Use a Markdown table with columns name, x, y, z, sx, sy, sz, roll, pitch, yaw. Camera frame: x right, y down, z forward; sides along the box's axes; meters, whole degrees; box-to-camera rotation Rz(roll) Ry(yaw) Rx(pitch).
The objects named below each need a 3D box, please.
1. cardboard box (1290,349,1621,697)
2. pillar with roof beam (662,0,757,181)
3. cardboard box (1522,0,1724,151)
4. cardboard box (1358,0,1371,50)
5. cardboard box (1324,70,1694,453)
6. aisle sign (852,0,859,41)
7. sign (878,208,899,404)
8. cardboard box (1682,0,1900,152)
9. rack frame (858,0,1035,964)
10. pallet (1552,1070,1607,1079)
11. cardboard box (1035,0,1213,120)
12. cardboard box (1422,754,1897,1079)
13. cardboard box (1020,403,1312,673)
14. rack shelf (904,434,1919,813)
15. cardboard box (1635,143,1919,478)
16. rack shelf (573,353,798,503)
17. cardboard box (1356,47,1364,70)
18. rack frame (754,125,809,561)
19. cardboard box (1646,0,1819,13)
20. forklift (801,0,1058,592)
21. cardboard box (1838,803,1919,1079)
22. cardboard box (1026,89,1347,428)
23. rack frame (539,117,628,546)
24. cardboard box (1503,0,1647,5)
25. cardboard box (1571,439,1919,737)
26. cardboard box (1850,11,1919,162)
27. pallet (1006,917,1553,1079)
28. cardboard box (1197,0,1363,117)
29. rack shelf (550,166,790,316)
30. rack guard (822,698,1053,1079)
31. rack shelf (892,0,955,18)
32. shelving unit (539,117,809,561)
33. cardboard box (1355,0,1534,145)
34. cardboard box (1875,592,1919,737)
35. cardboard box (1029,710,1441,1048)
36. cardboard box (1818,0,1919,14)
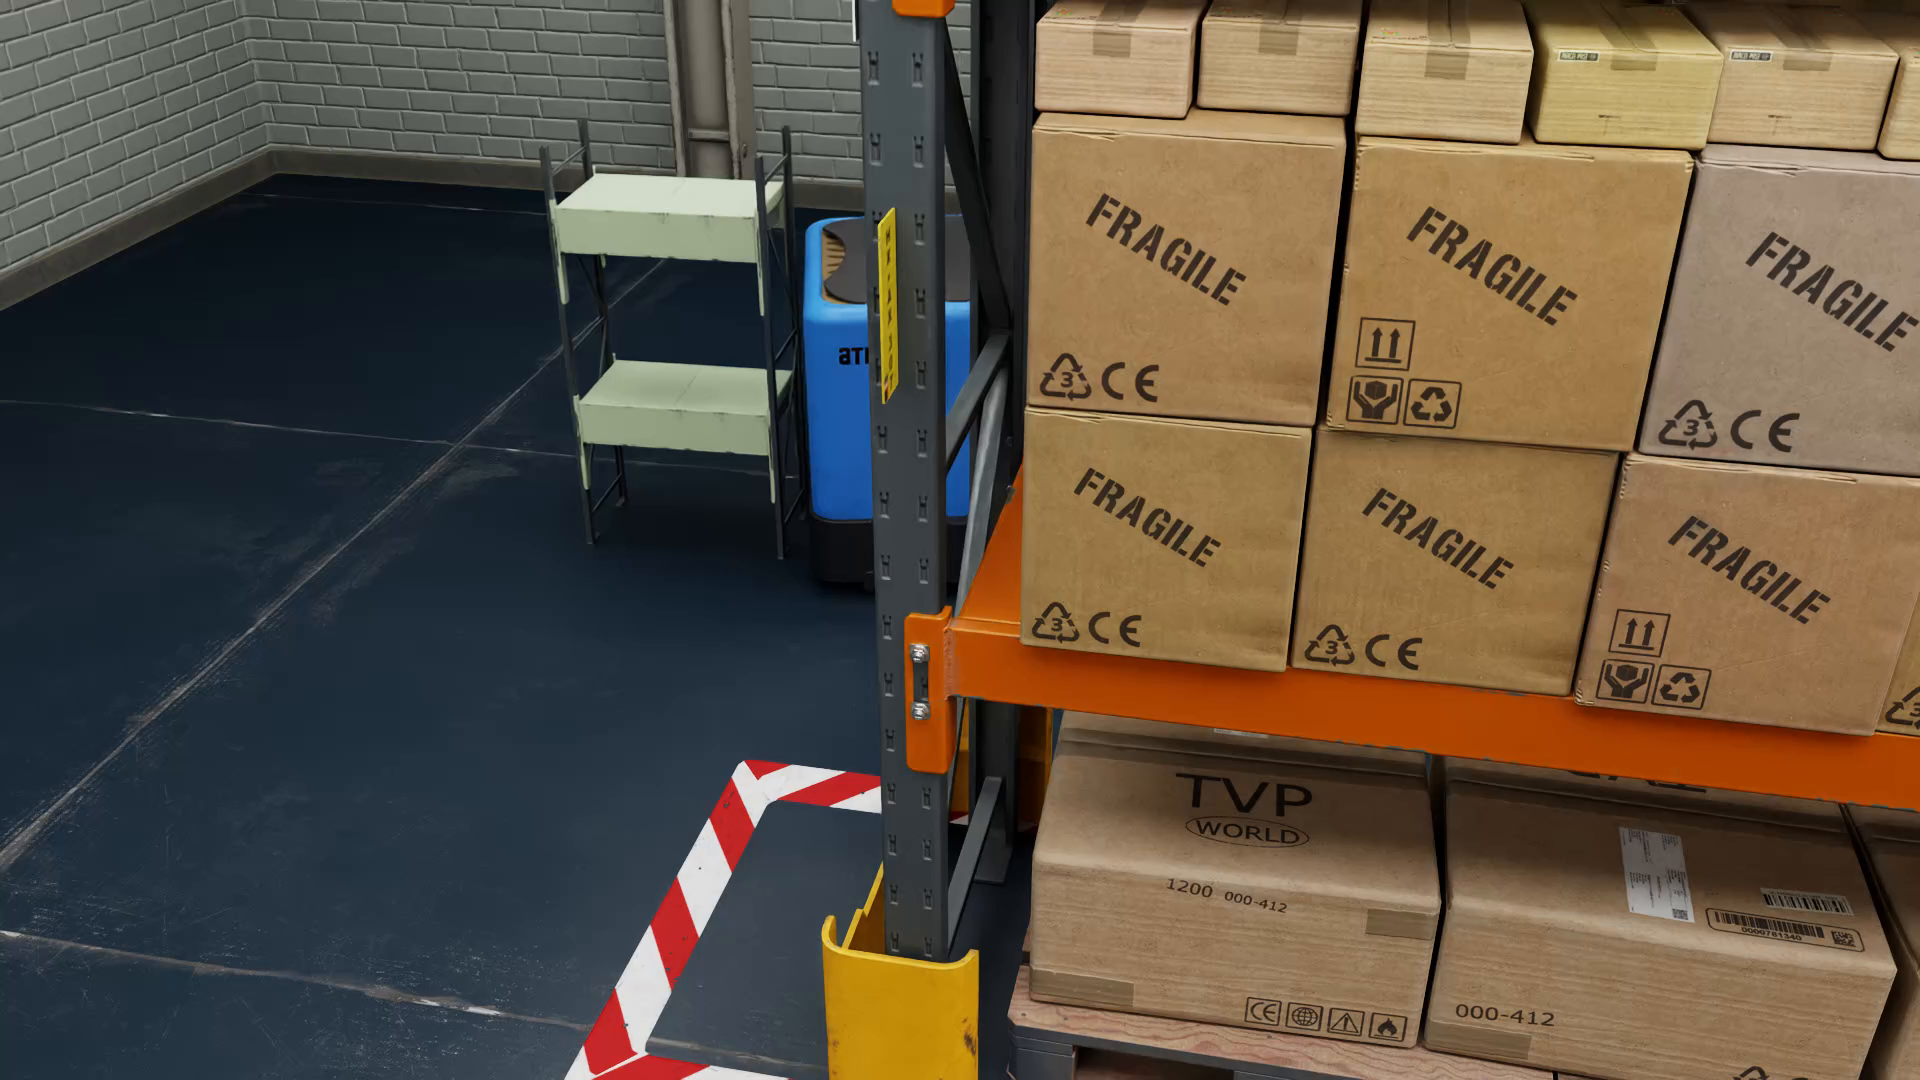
| name | x | y | z | sx | sy | sz | roll | pitch | yaw |
| --- | --- | --- | --- | --- | --- | --- | --- | --- | --- |
| cardboard box | 0.908 | -0.071 | 3.152 | 0.500 | 0.500 | 0.500 | 5 | 29 | 10 |
| pillar with roof beam | -2.316 | -3.883 | 3.972 | 0.400 | 9.000 | 9.100 | 6 | 29 | 11 |
| cardboard box | 1.050 | -0.759 | 2.691 | 0.250 | 0.149 | 0.380 | 5 | 29 | 9 |
| cardboard box | 0.914 | -1.072 | 3.265 | 0.250 | 0.149 | 0.380 | 6 | 29 | 10 |
| cardboard box | 0.915 | -0.500 | 2.894 | 0.500 | 0.500 | 0.500 | 5 | 29 | 9 |
| aisle sign | -0.133 | -1.259 | 2.720 | 0.004 | 0.787 | 0.394 | 6 | 29 | 11 |
| sign | -0.124 | -0.402 | 2.878 | 0.005 | 0.325 | 0.100 | 6 | 29 | 11 |
| cardboard box | 1.318 | -0.757 | 2.689 | 0.250 | 0.149 | 0.380 | 6 | 29 | 11 |
| rack frame | -0.002 | -0.248 | 3.579 | 0.127 | 3.000 | 1.000 | 6 | 29 | 11 |
| pallet | 1.986 | 1.142 | 3.944 | 1.213 | 0.211 | 1.003 | 6 | 29 | 11 |
| cardboard box | 0.288 | -0.849 | 2.857 | 0.250 | 0.149 | 0.380 | 6 | 29 | 12 |
| cardboard box | 1.561 | 0.799 | 3.898 | 0.875 | 0.438 | 0.875 | 7 | 29 | 12 |
| cardboard box | 0.408 | -0.109 | 3.221 | 0.500 | 0.500 | 0.500 | 6 | 29 | 10 |
| rack shelf | 1.954 | 0.268 | 3.386 | 4.000 | 0.370 | 1.077 | 6 | 29 | 11 |
| cardboard box | 1.420 | -0.452 | 2.807 | 0.500 | 0.500 | 0.500 | 6 | 29 | 10 |
| rack shelf | -0.989 | -0.419 | 6.132 | 0.720 | 0.370 | 0.431 | 4 | 29 | 8 |
| cardboard box | 1.037 | -0.755 | 3.361 | 0.500 | 0.500 | 0.500 | 6 | 29 | 11 |
| rack frame | -0.627 | -0.678 | 5.926 | 0.023 | 1.500 | 0.400 | 4 | 29 | 8 |
| cardboard box | 1.393 | -0.968 | 3.074 | 0.250 | 0.149 | 0.380 | 6 | 29 | 10 |
| forklift | 0.952 | -1.374 | 5.708 | 3.031 | 2.935 | 1.130 | -2 | 29 | -4 |
| cardboard box | 2.443 | 0.890 | 3.732 | 0.875 | 0.438 | 0.875 | 5 | 29 | 9 |
| cardboard box | 0.408 | -0.549 | 2.983 | 0.500 | 0.500 | 0.500 | 5 | 29 | 9 |
| rack frame | -1.351 | -0.732 | 6.025 | 0.023 | 1.500 | 0.400 | 4 | 29 | 8 |
| cardboard box | 1.152 | -1.028 | 3.183 | 0.250 | 0.149 | 0.380 | 7 | 29 | 12 |
| cardboard box | 1.402 | -0.012 | 3.044 | 0.500 | 0.500 | 0.500 | 6 | 29 | 10 |
| cardboard box | 1.553 | -0.712 | 2.607 | 0.250 | 0.149 | 0.380 | 6 | 29 | 11 |
| pallet | 0.797 | 1.019 | 4.170 | 1.213 | 0.211 | 1.003 | 6 | 29 | 11 |
| cardboard box | 0.559 | -0.856 | 2.870 | 0.250 | 0.149 | 0.380 | 7 | 29 | 12 |
| rack shelf | -0.989 | -1.047 | 5.788 | 0.720 | 0.370 | 0.431 | 4 | 29 | 8 |
| rack guard | -0.025 | 0.846 | 4.184 | 0.348 | 0.500 | 1.175 | 6 | 29 | 11 |
| rack shelf | 1.954 | -1.048 | 2.665 | 4.000 | 0.370 | 1.077 | 6 | 29 | 11 |
| shelving unit | -0.989 | -0.705 | 5.976 | 0.755 | 1.500 | 0.431 | 4 | 29 | 8 |
| cardboard box | 0.789 | -0.777 | 2.724 | 0.250 | 0.149 | 0.380 | 7 | 29 | 12 |
| cardboard box | 1.895 | 0.031 | 2.966 | 0.500 | 0.500 | 0.500 | 7 | 29 | 12 |
| cardboard box | 0.665 | 0.711 | 4.059 | 0.875 | 0.438 | 0.875 | 5 | 29 | 9 |
| cardboard box | 1.650 | -0.971 | 3.079 | 0.250 | 0.149 | 0.380 | 7 | 29 | 12 |
